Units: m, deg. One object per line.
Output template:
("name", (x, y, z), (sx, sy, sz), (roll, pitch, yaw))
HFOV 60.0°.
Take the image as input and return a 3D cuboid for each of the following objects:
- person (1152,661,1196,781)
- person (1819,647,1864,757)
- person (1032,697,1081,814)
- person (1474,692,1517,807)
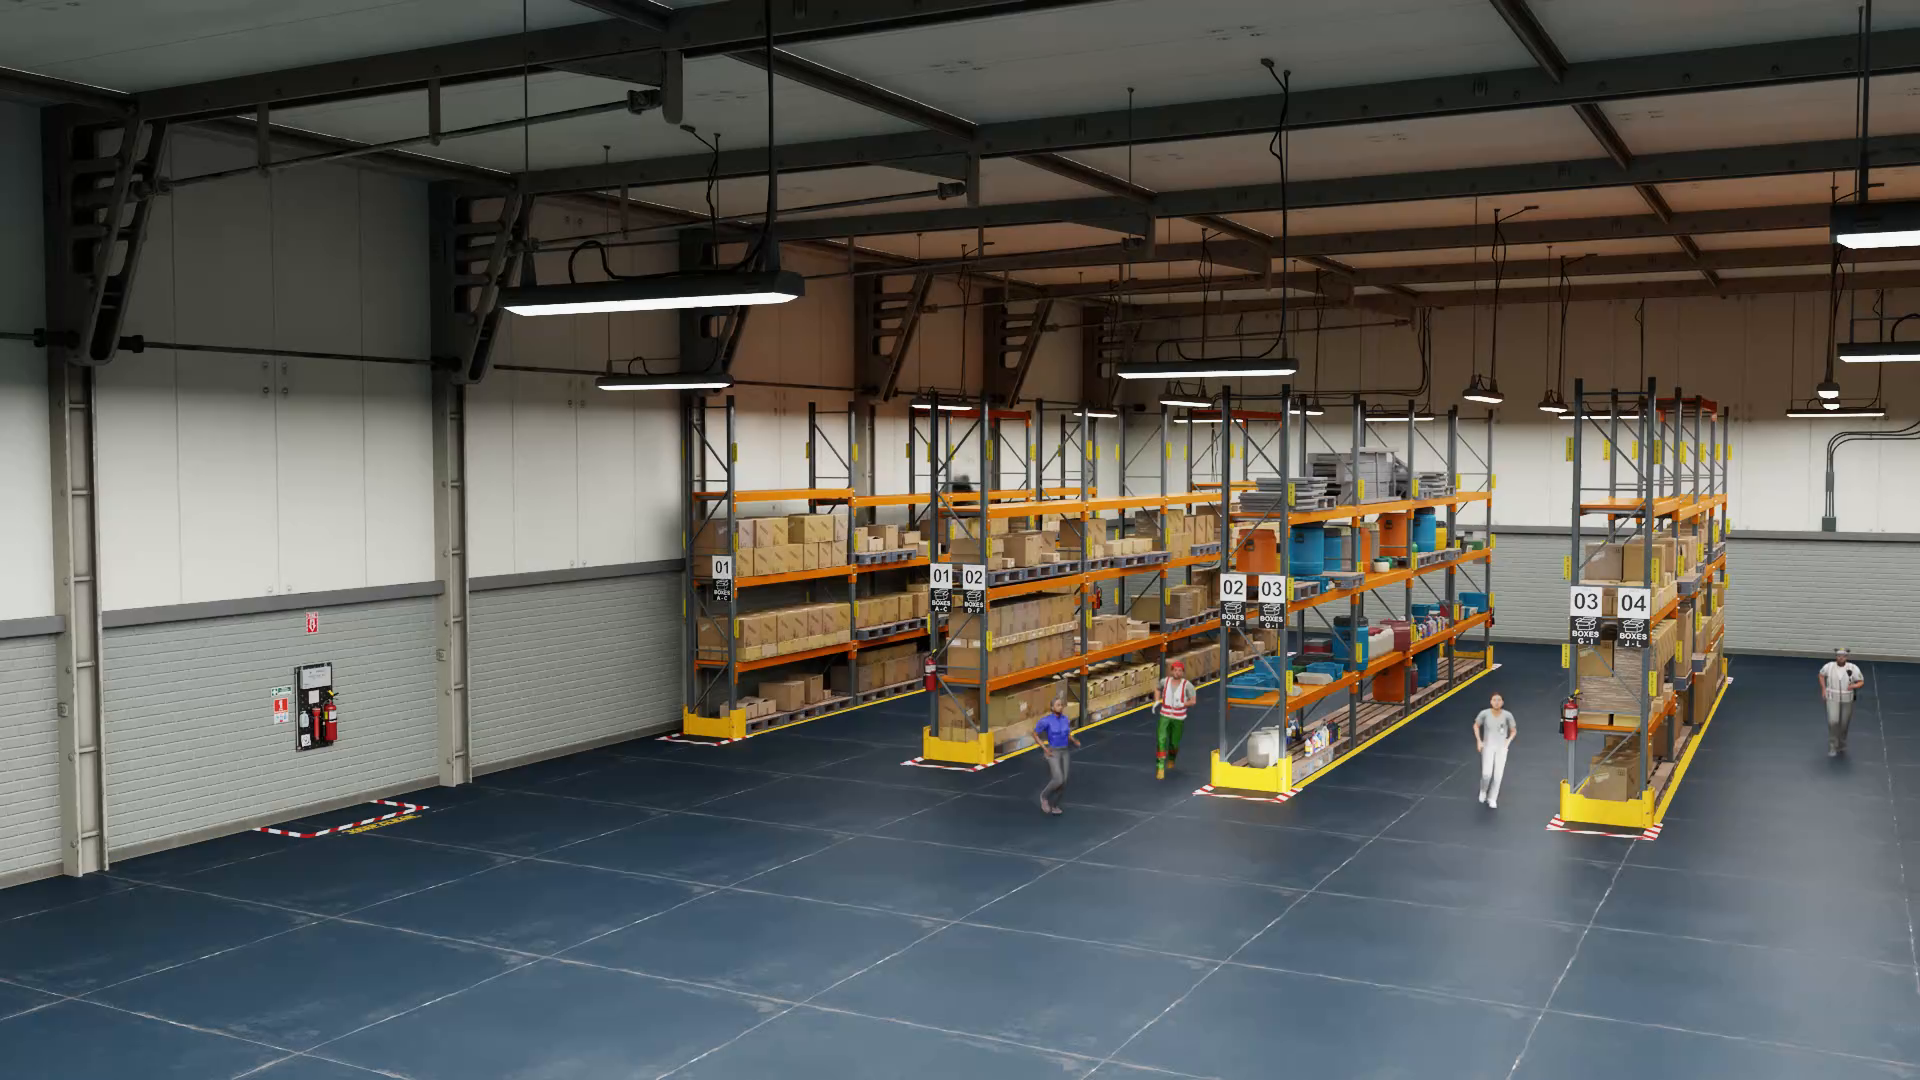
("person", (3.314, 2.769, 25.737), (0.683, 1.821, 0.904), (1, 3, 13))
("person", (14.612, 2.675, 27.567), (0.645, 1.842, 0.816), (1, 3, 23))
("person", (1.375, 2.982, 22.889), (0.577, 1.615, 0.549), (-2, 4, -35))
("person", (7.535, 2.953, 23.395), (0.572, 1.635, 0.519), (1, 3, 13))
